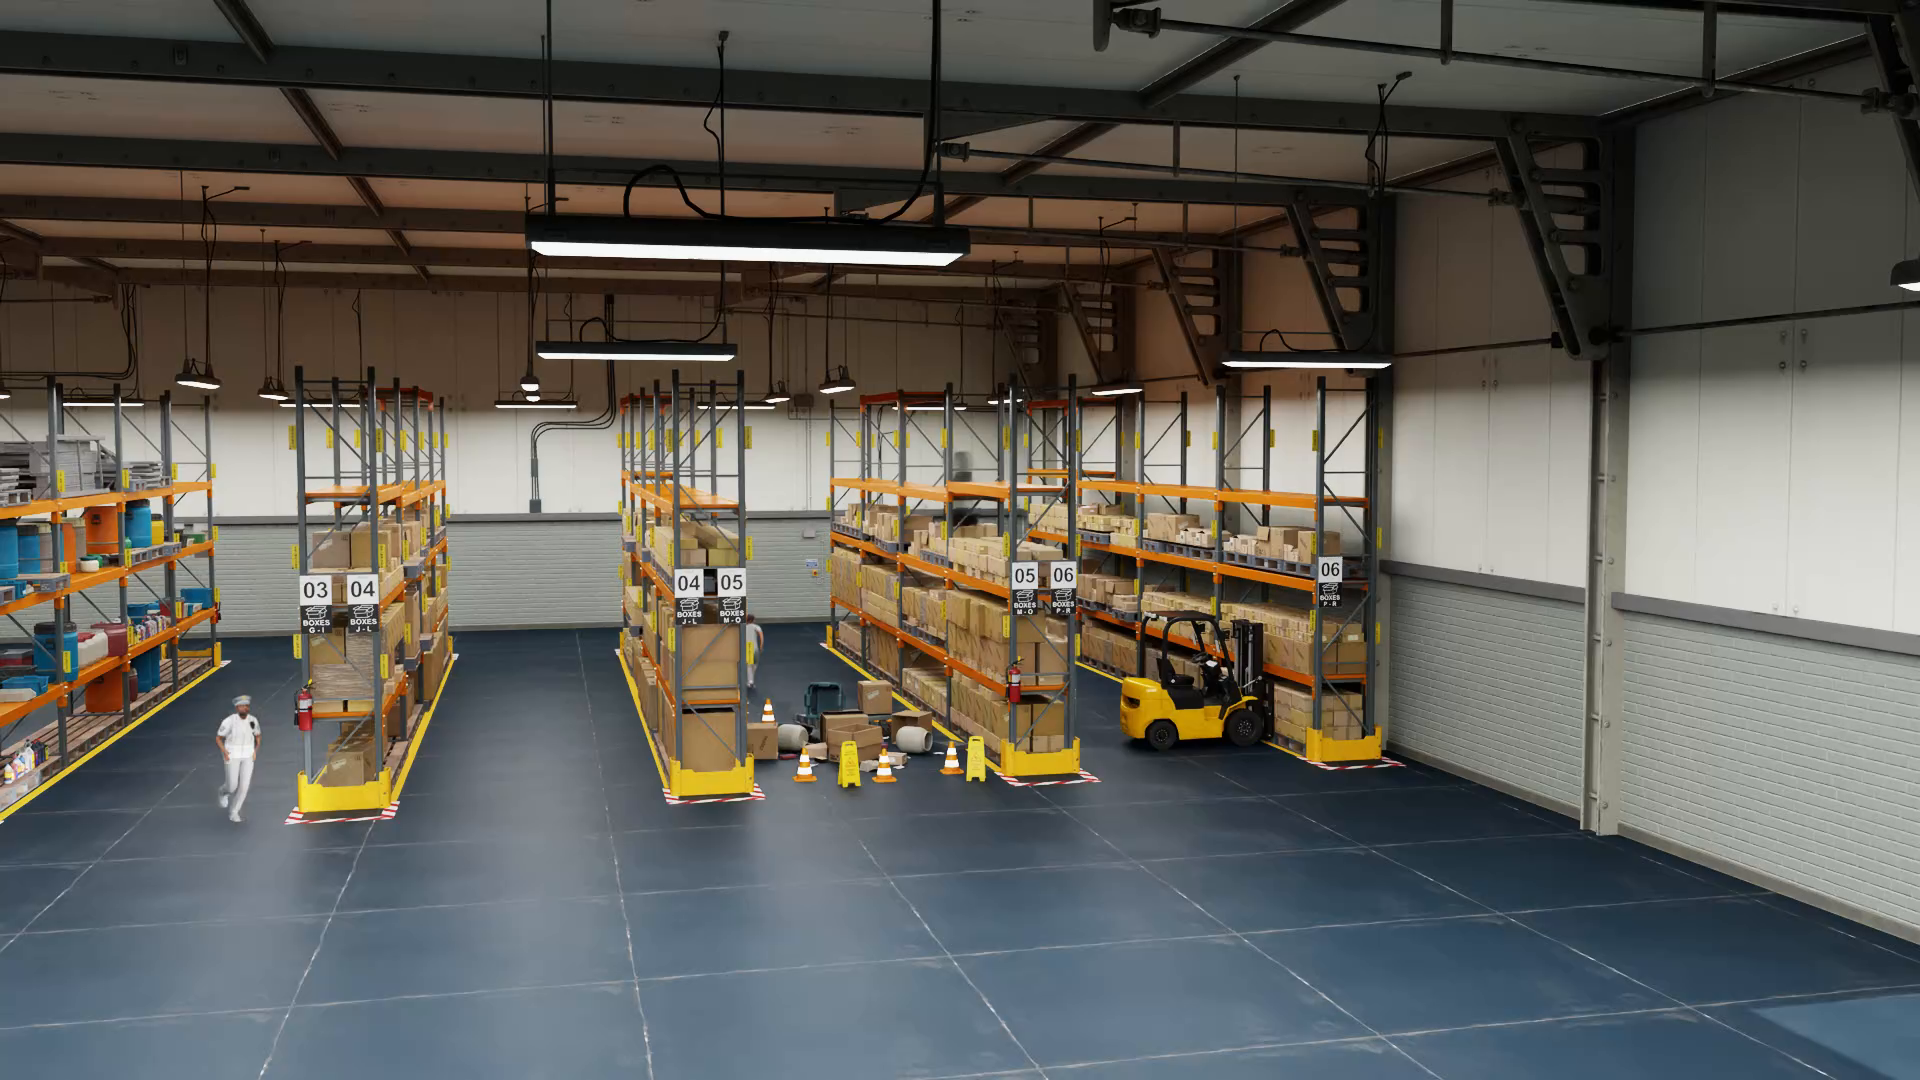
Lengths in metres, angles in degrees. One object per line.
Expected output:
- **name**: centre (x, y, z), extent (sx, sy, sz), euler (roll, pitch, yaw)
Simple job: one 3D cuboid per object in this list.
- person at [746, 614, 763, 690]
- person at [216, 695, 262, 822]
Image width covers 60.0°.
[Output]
- **person**: centre (-4.234, 2.282, 33.358), extent (0.567, 1.523, 1.031), euler (0, 3, -2)
- **person**: centre (-9.604, 2.875, 22.139), extent (0.563, 1.655, 0.581), euler (-3, 5, -41)
